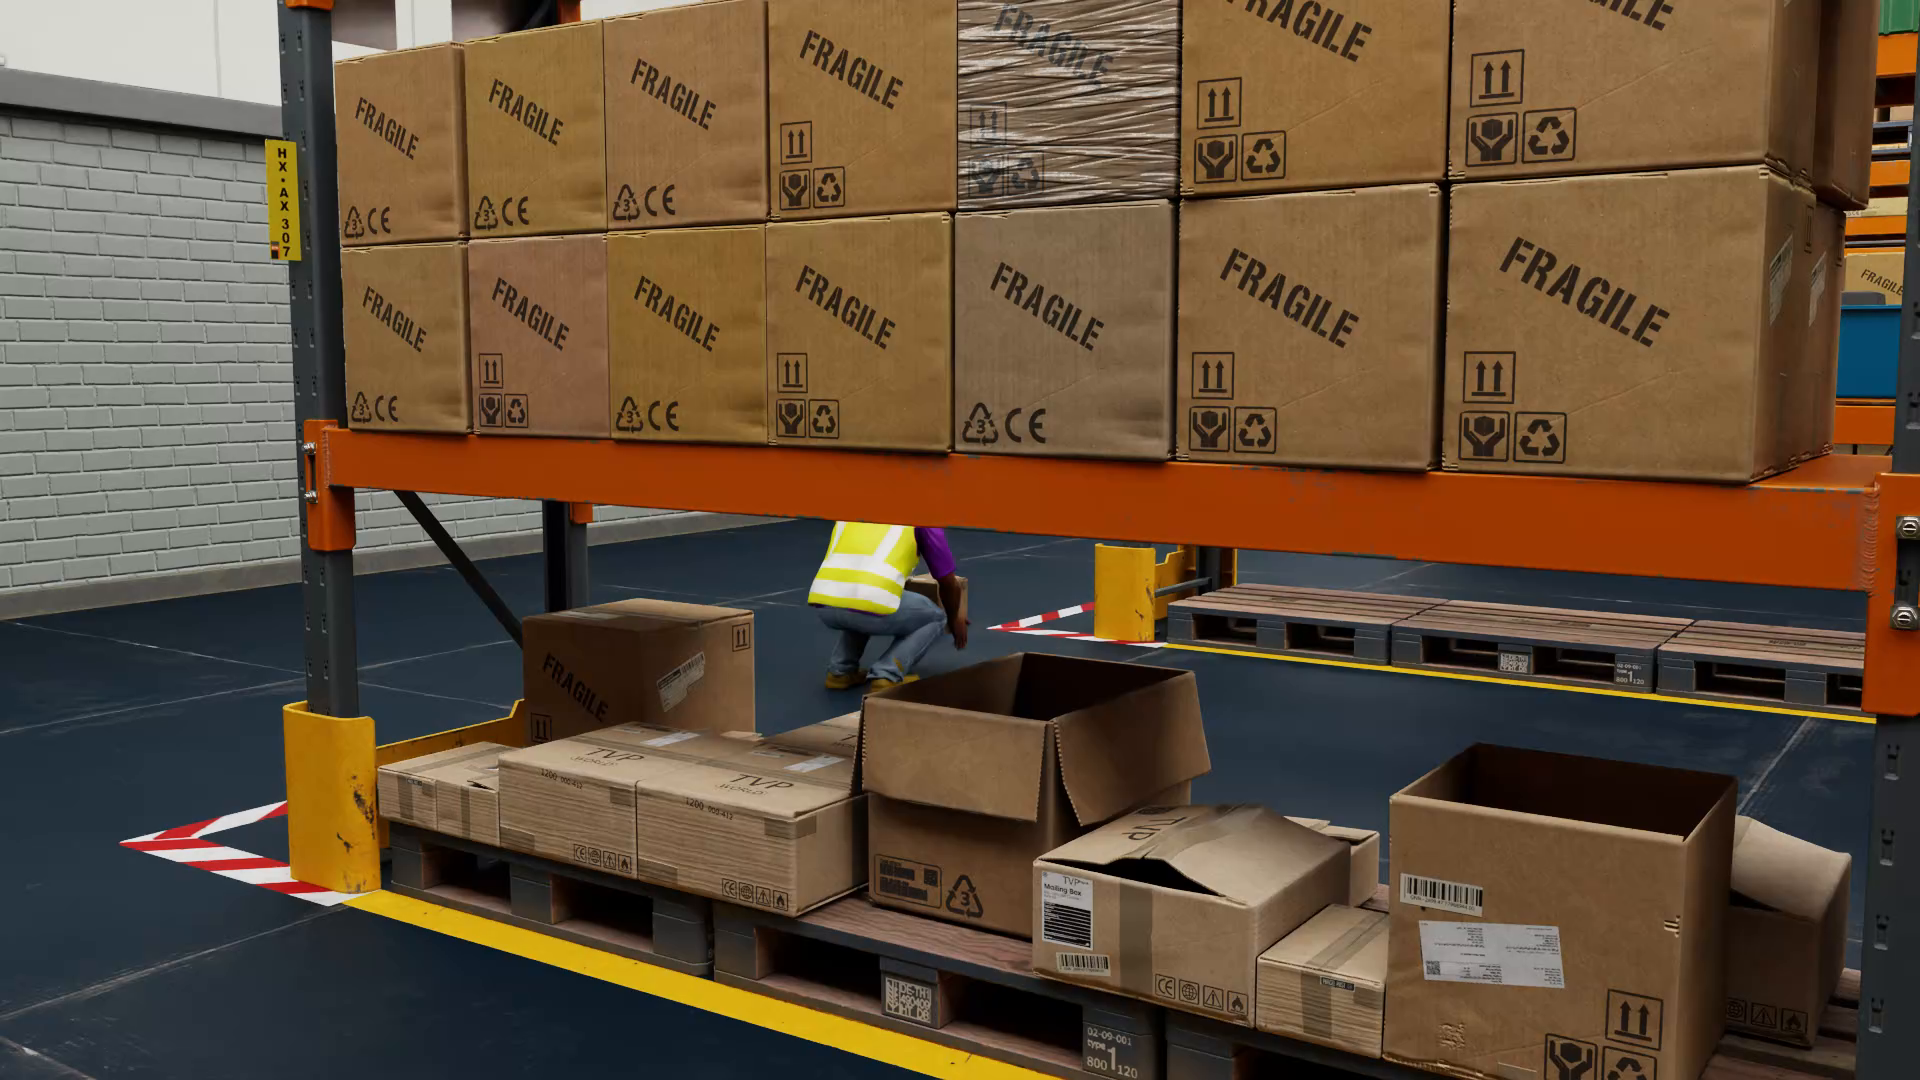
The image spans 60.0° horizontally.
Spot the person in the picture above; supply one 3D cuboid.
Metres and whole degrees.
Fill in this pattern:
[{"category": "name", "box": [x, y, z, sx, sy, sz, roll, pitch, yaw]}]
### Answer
[{"category": "person", "box": [6.470, 0.545, 4.267, 15.740, 1.000, 2.546, 4, 7, 33]}]
